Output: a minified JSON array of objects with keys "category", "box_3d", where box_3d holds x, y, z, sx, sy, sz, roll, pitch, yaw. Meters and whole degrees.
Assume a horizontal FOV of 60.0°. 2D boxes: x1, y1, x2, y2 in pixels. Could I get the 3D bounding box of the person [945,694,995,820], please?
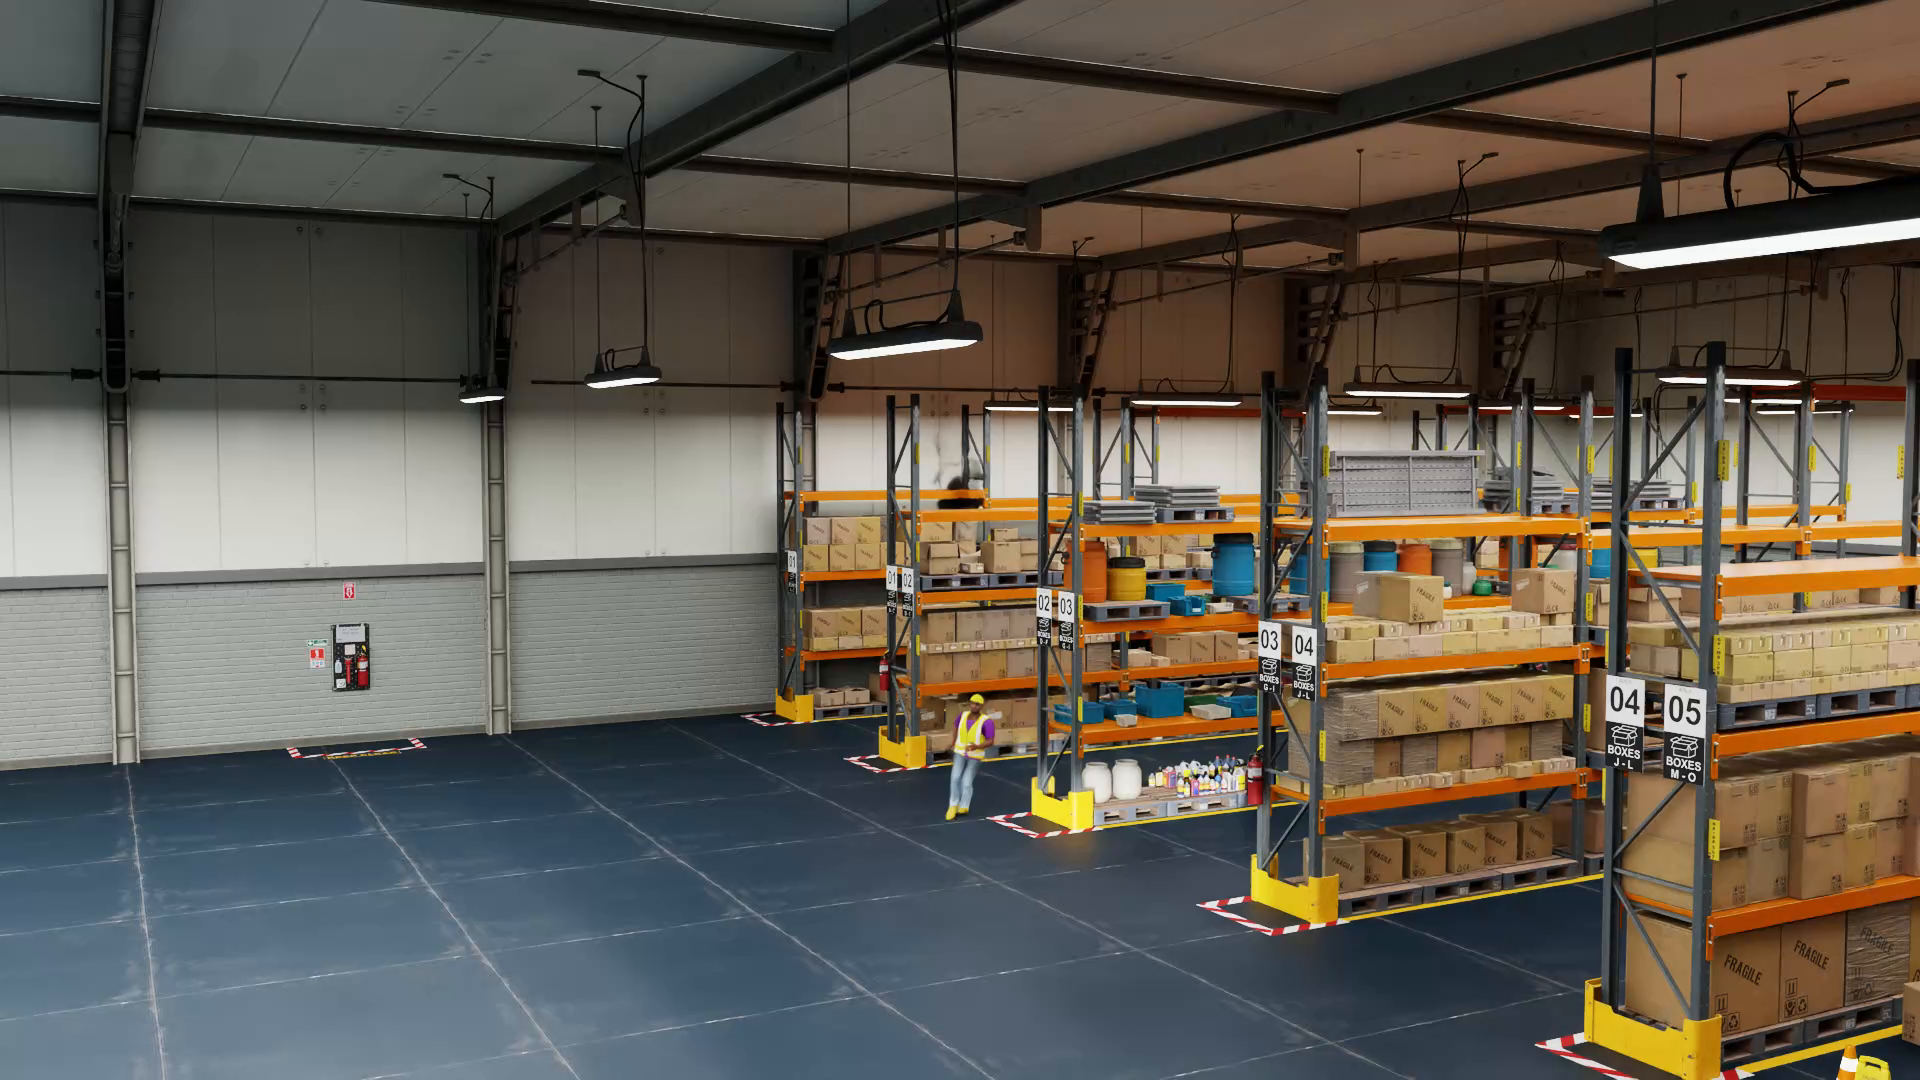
[{"category":"person","box_3d":[0.134,2.983,22.988,0.713,1.716,0.684,1,3,15]}]
